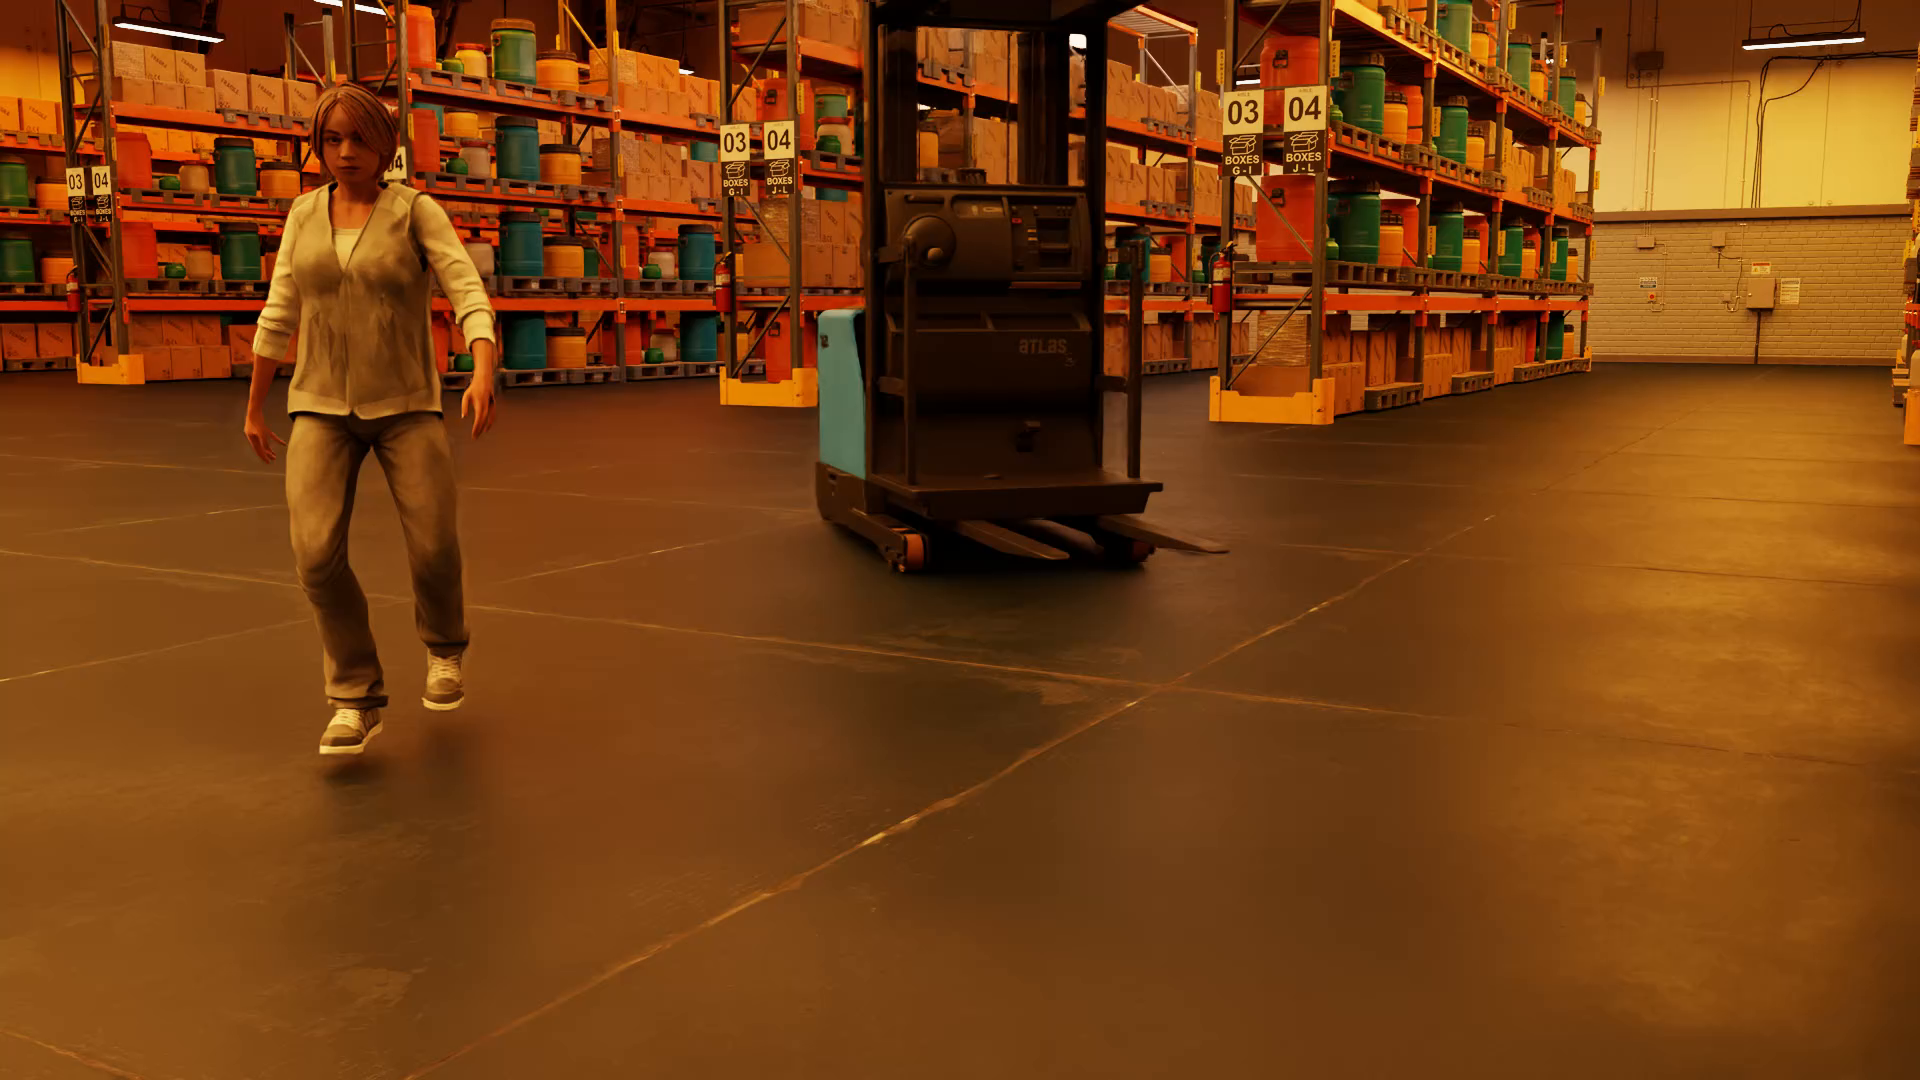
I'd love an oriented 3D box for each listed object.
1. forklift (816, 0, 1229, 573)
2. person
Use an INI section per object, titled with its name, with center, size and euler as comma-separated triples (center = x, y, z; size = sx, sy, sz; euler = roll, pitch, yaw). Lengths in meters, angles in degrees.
[forklift]
center = 0.191, -1.377, 7.069
size = 1.130, 2.935, 3.031
euler = -2, 8, -17
[person]
center = -1.406, -0.290, 3.979
size = 0.653, 1.551, 0.537
euler = -1, 8, -6
